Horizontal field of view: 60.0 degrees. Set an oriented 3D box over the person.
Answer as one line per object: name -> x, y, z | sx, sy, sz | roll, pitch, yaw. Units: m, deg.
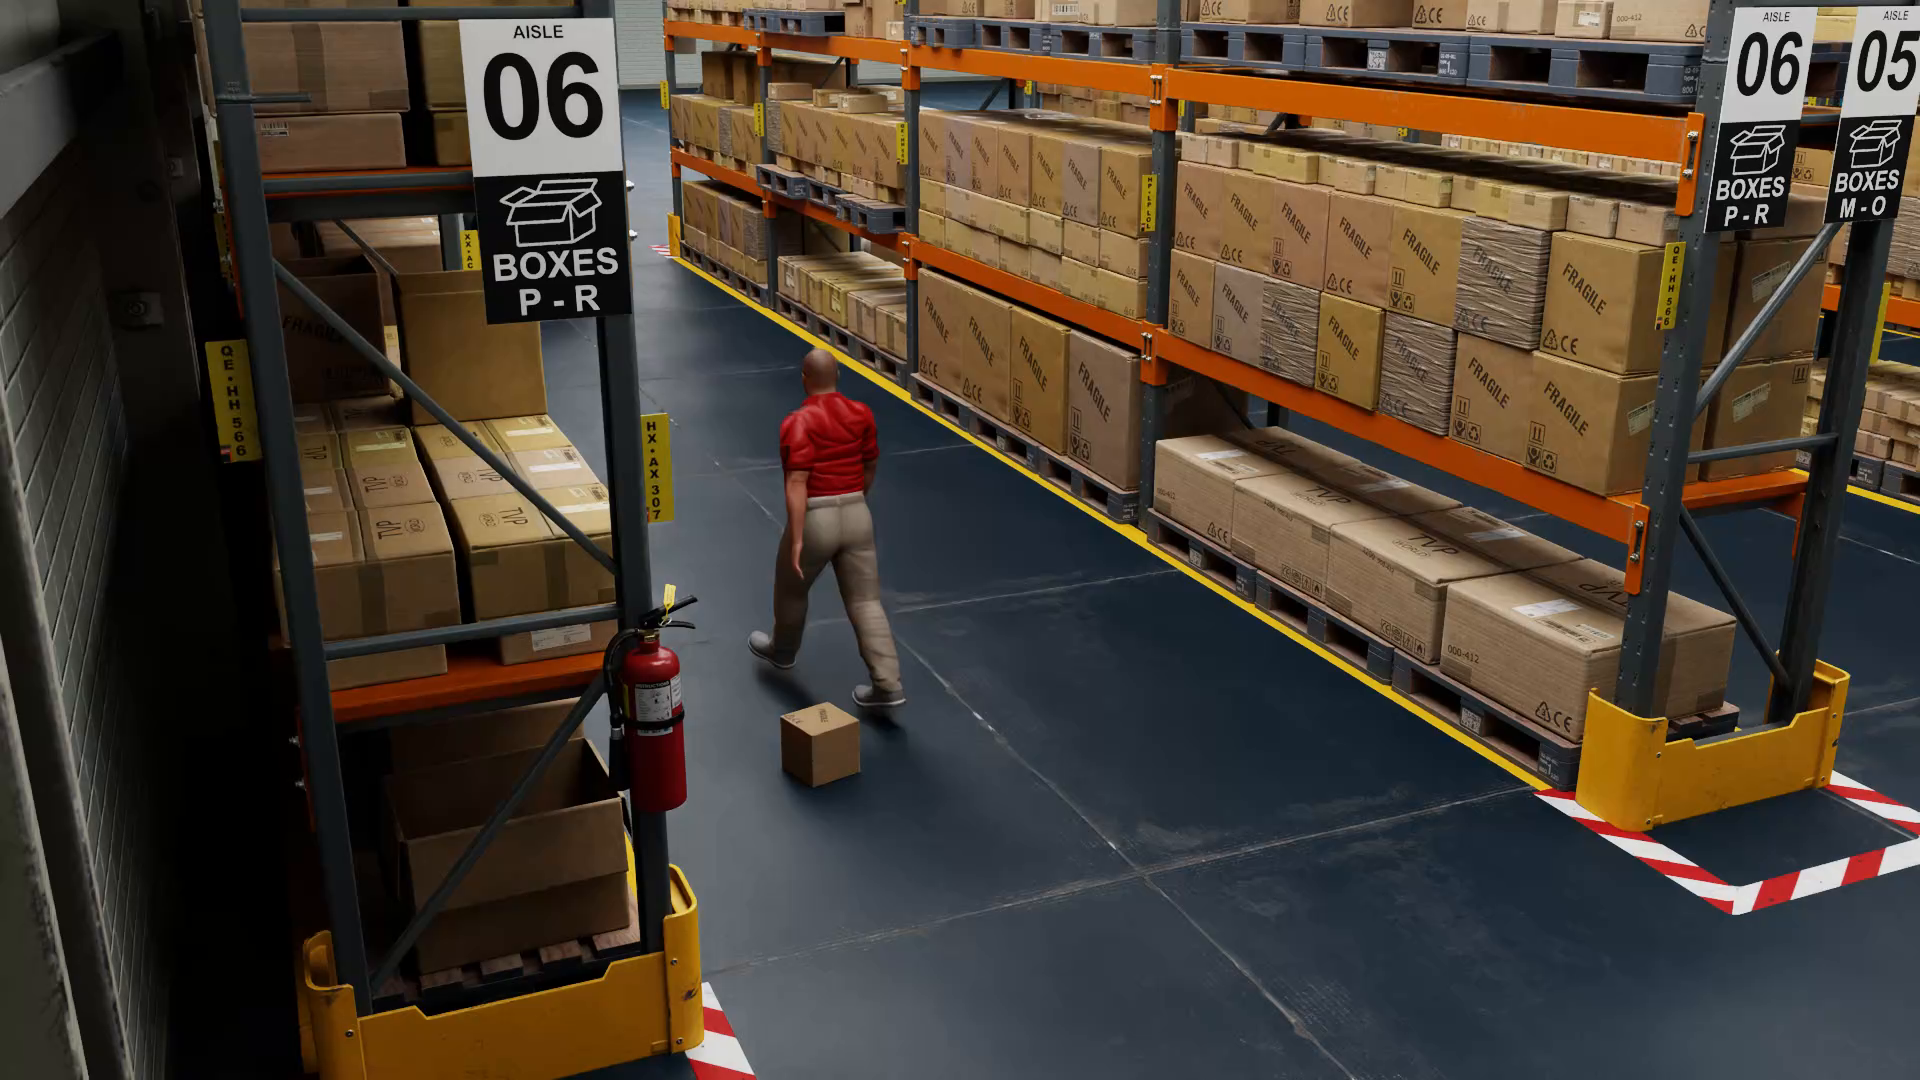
person -> -0.629, -0.085, 7.851 | 0.576, 1.651, 1.113 | -10, 21, -27
